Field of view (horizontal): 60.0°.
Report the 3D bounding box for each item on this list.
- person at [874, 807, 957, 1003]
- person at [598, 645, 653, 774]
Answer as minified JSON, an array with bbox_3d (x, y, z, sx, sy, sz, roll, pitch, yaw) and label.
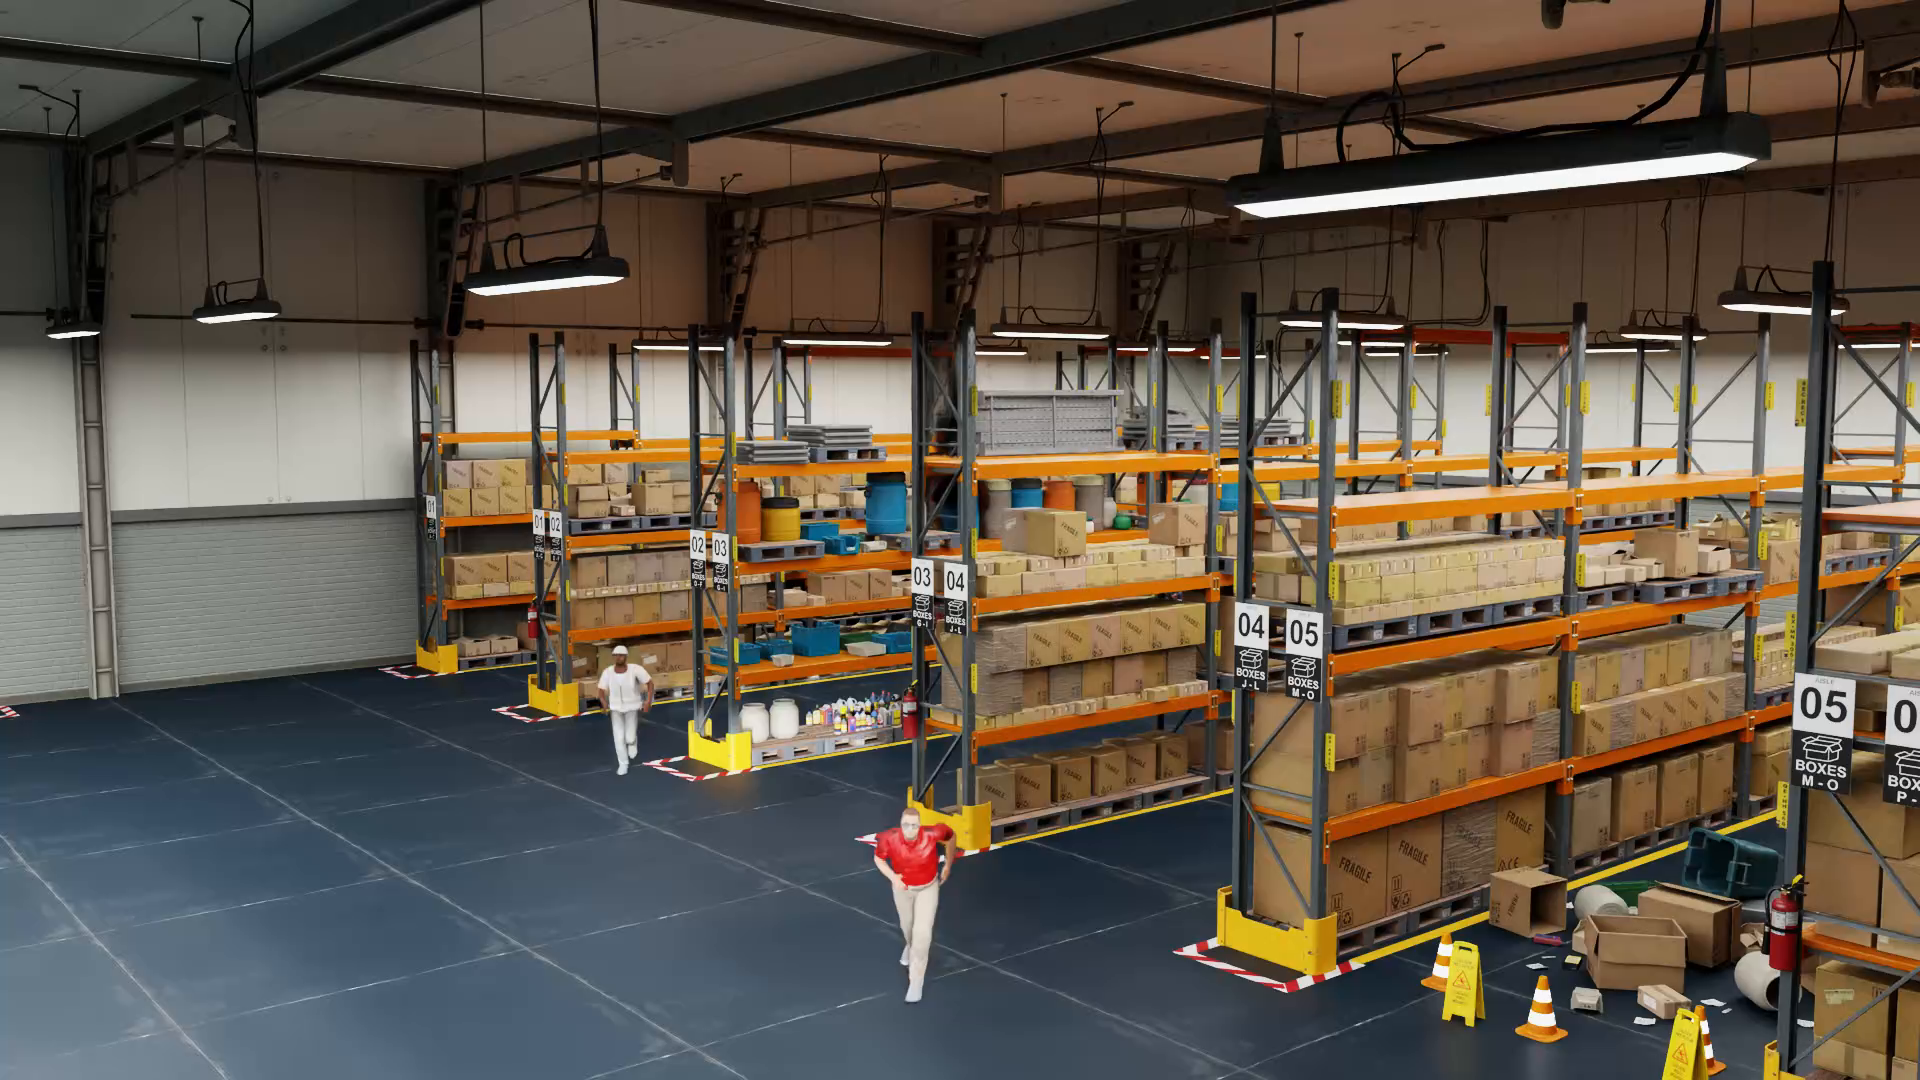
[{"bbox_3d":[-0.379,3.051,14.374,0.707,1.696,1.009,0,5,1],"label":"person"},{"bbox_3d":[-4.481,2.257,22.259,0.729,1.731,0.655,0,5,0],"label":"person"}]
